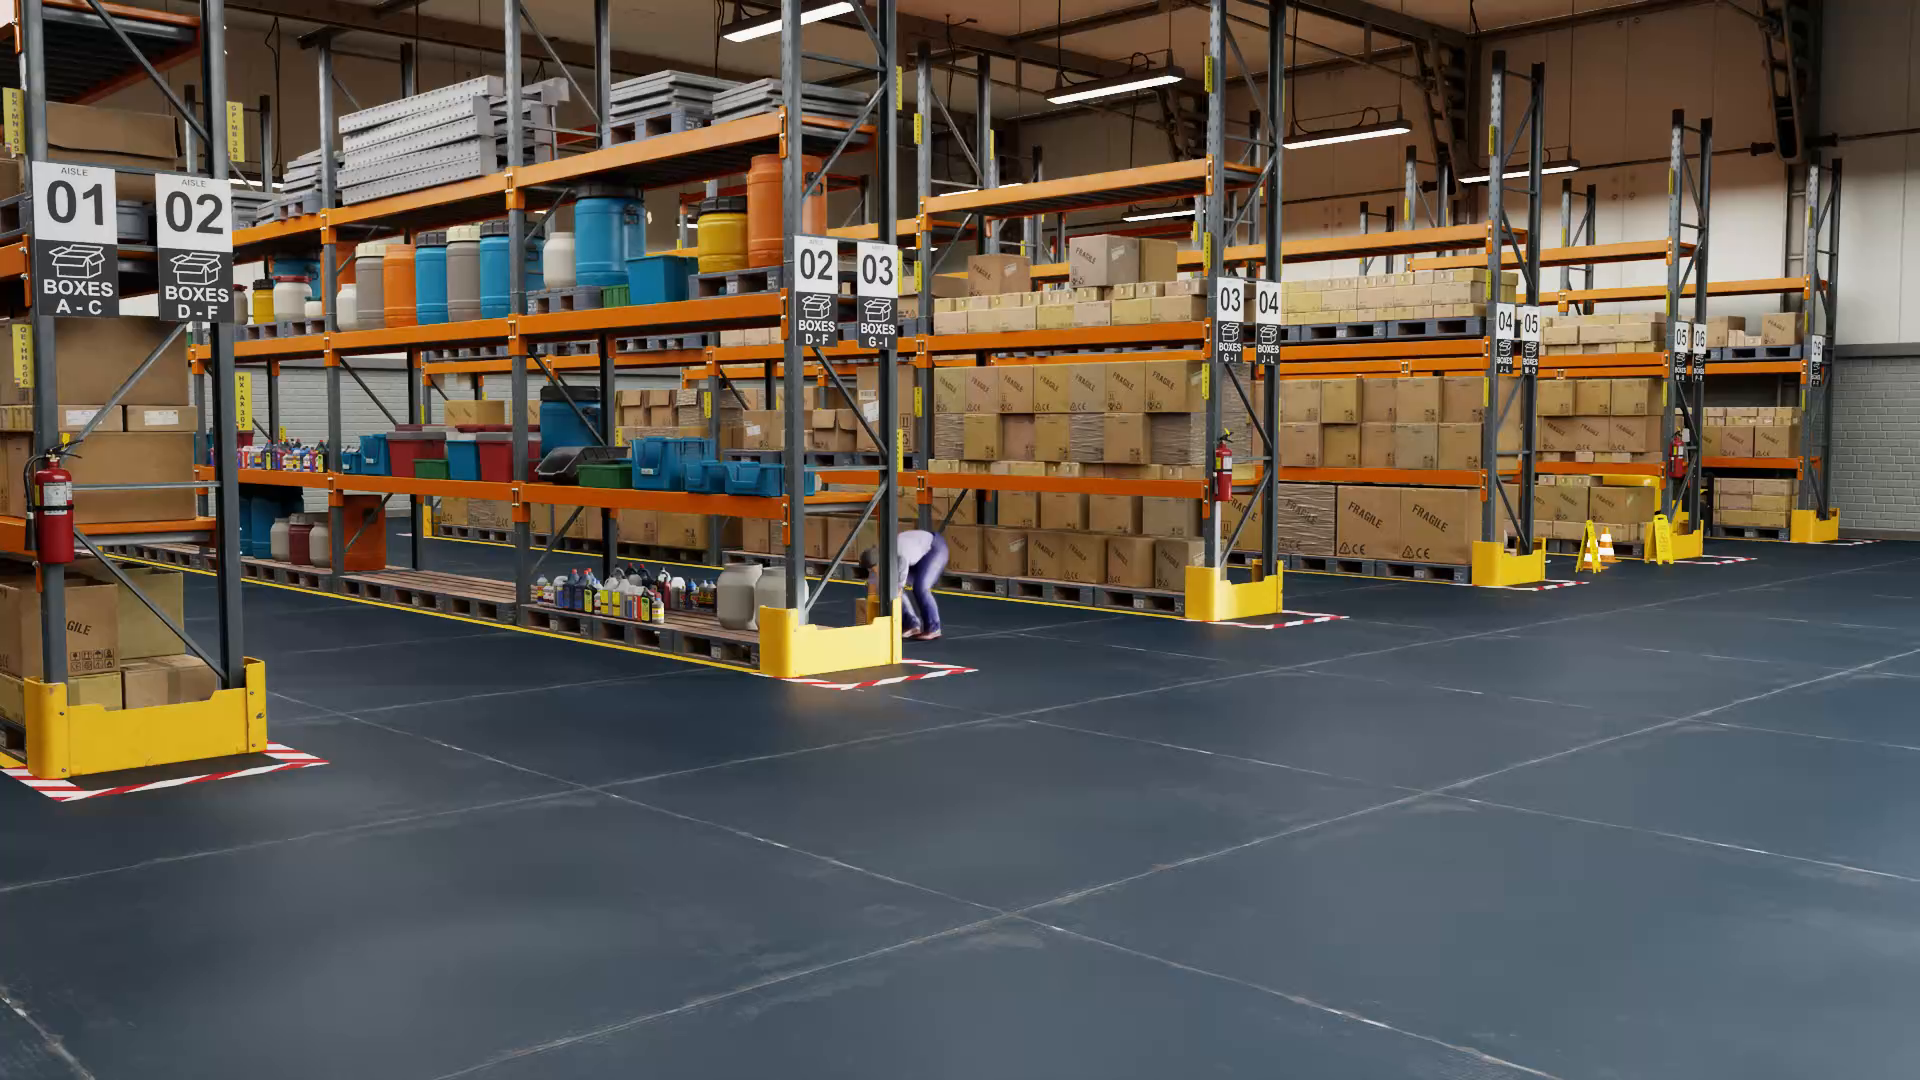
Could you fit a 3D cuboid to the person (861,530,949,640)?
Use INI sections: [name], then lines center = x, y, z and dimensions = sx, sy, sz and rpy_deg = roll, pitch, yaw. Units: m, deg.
[person]
center = -0.491, 0.392, 14.195
dimensions = 0.506, 0.933, 0.905
rpy_deg = 4, 6, 43
